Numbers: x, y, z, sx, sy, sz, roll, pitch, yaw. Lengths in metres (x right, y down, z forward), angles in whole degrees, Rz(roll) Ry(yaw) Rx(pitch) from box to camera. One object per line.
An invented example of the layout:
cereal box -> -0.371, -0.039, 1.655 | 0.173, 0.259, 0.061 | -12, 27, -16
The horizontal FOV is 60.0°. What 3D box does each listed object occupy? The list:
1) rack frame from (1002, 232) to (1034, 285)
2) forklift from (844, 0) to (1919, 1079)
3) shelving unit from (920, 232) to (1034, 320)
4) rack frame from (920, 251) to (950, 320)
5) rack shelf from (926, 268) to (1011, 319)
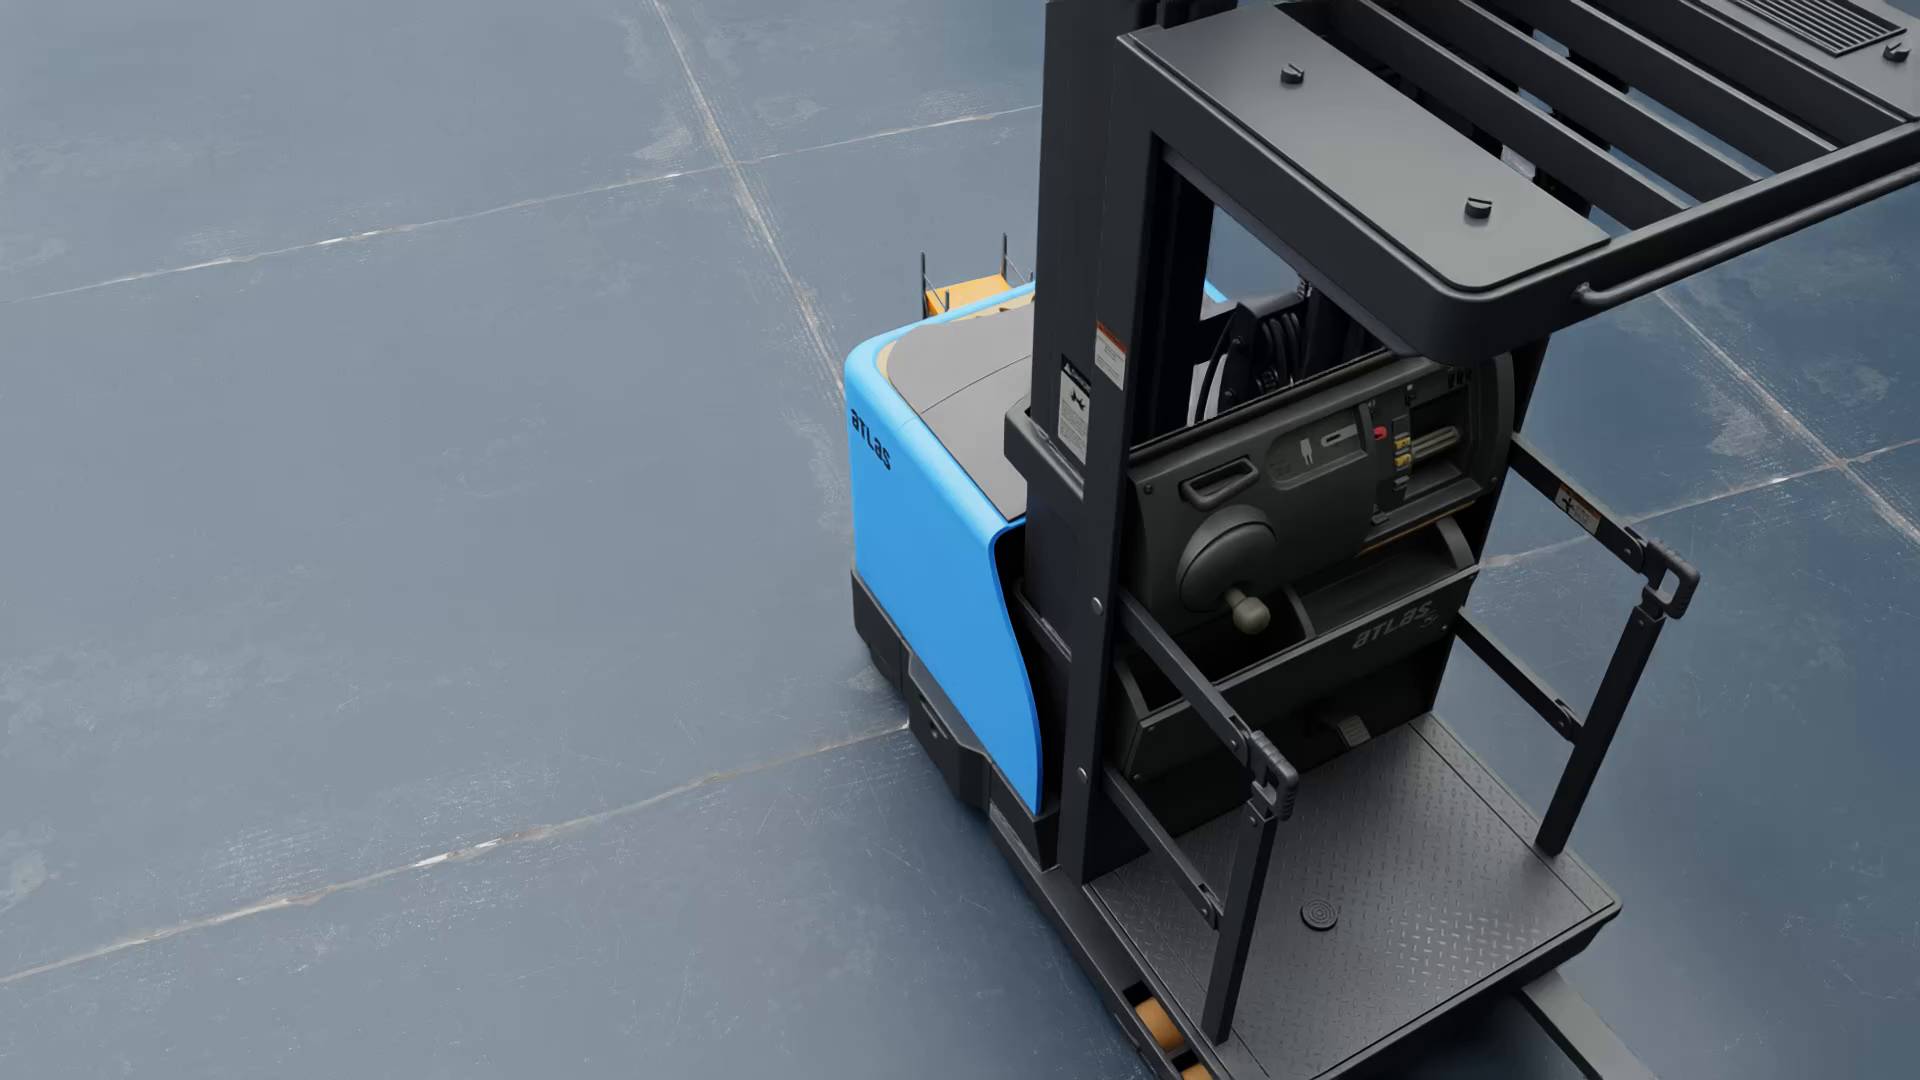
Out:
rack frame -> 0.158, -0.420, 4.927 | 0.008, 1.050, 0.200 | -16, 47, -15
forklift -> 0.856, -0.031, 3.211 | 1.130, 2.935, 3.031 | -22, 49, -21
shelving unit -> 0.045, -0.388, 4.895 | 0.252, 1.050, 0.215 | -16, 47, -15
rack frame -> -0.068, -0.355, 4.863 | 0.008, 1.050, 0.200 | -16, 47, -15
rack shelf -> 0.045, -0.580, 4.702 | 0.240, 0.259, 0.215 | -16, 47, -15
